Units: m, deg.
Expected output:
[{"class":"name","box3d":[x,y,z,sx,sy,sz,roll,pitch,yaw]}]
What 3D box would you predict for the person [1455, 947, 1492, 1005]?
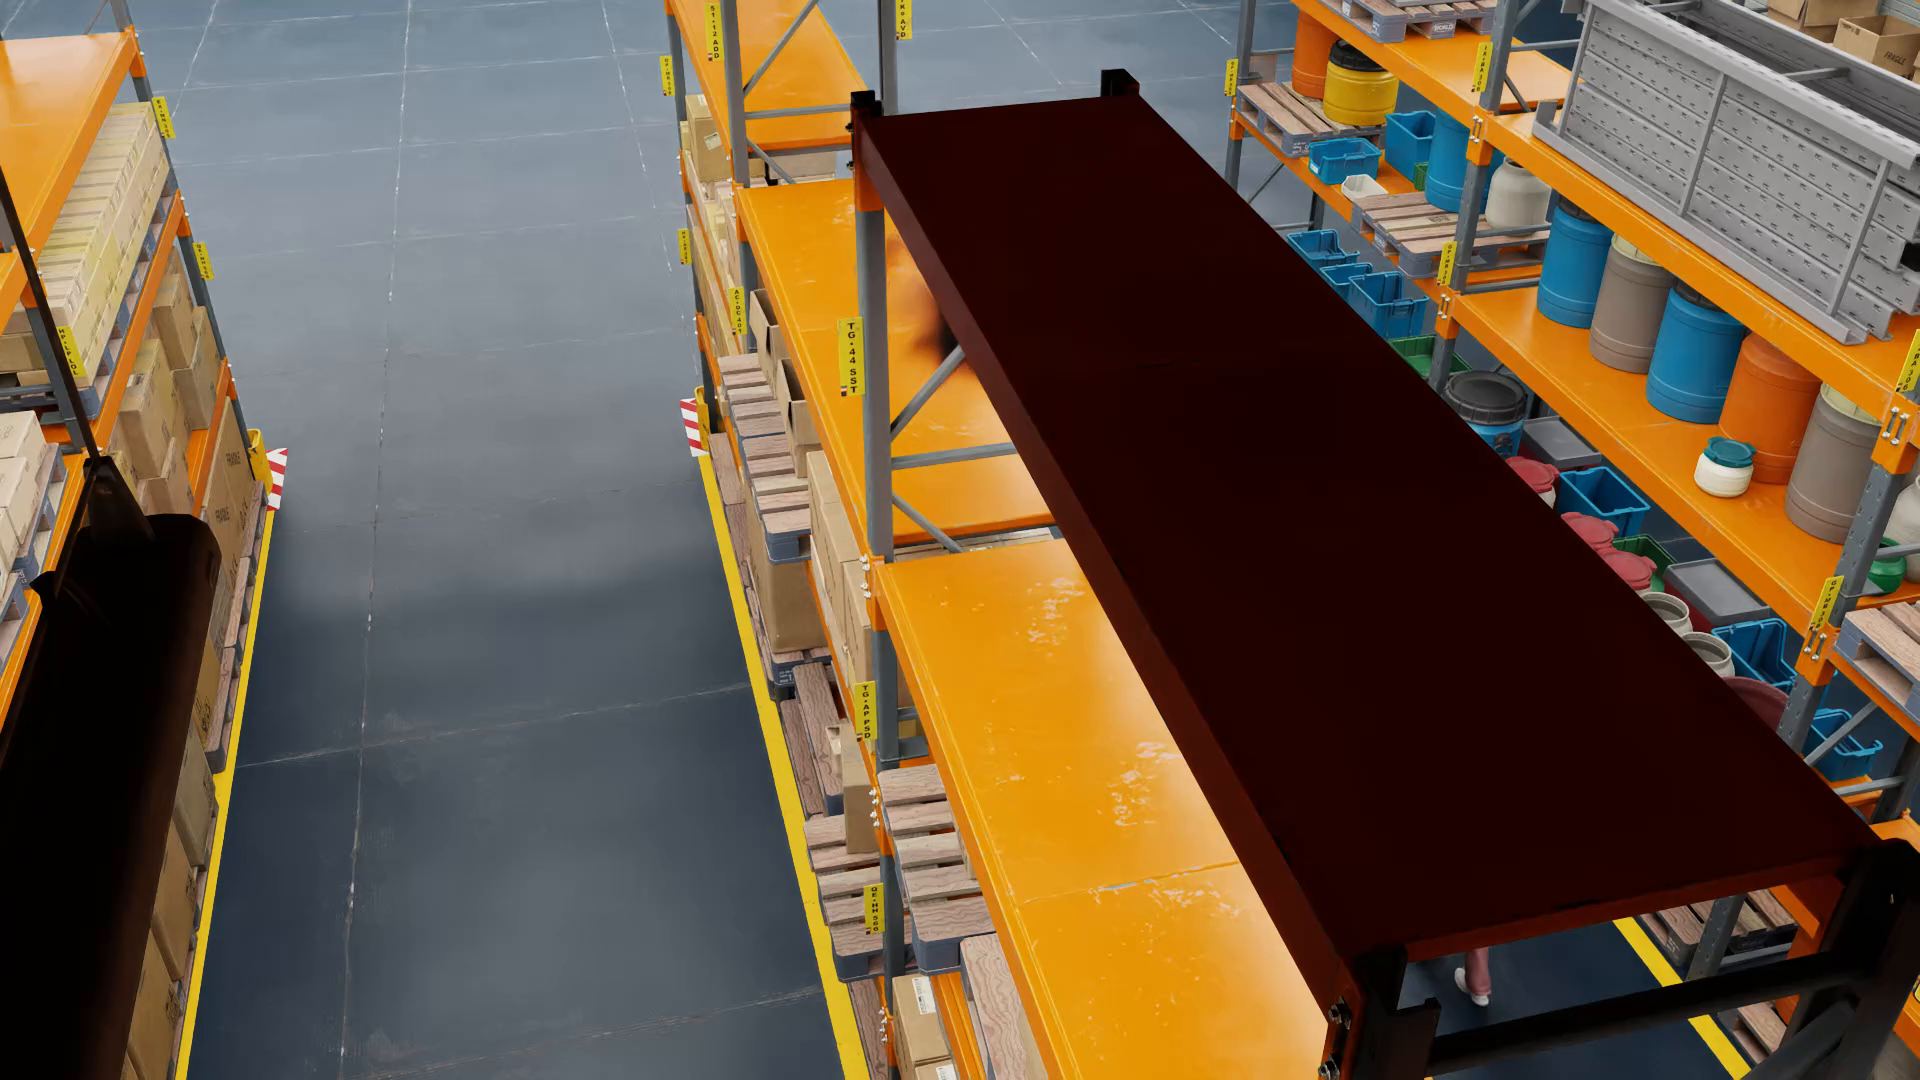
[{"class":"person","box3d":[2.954,1.965,9.752,0.528,1.712,0.803,-12,36,-17]}]
